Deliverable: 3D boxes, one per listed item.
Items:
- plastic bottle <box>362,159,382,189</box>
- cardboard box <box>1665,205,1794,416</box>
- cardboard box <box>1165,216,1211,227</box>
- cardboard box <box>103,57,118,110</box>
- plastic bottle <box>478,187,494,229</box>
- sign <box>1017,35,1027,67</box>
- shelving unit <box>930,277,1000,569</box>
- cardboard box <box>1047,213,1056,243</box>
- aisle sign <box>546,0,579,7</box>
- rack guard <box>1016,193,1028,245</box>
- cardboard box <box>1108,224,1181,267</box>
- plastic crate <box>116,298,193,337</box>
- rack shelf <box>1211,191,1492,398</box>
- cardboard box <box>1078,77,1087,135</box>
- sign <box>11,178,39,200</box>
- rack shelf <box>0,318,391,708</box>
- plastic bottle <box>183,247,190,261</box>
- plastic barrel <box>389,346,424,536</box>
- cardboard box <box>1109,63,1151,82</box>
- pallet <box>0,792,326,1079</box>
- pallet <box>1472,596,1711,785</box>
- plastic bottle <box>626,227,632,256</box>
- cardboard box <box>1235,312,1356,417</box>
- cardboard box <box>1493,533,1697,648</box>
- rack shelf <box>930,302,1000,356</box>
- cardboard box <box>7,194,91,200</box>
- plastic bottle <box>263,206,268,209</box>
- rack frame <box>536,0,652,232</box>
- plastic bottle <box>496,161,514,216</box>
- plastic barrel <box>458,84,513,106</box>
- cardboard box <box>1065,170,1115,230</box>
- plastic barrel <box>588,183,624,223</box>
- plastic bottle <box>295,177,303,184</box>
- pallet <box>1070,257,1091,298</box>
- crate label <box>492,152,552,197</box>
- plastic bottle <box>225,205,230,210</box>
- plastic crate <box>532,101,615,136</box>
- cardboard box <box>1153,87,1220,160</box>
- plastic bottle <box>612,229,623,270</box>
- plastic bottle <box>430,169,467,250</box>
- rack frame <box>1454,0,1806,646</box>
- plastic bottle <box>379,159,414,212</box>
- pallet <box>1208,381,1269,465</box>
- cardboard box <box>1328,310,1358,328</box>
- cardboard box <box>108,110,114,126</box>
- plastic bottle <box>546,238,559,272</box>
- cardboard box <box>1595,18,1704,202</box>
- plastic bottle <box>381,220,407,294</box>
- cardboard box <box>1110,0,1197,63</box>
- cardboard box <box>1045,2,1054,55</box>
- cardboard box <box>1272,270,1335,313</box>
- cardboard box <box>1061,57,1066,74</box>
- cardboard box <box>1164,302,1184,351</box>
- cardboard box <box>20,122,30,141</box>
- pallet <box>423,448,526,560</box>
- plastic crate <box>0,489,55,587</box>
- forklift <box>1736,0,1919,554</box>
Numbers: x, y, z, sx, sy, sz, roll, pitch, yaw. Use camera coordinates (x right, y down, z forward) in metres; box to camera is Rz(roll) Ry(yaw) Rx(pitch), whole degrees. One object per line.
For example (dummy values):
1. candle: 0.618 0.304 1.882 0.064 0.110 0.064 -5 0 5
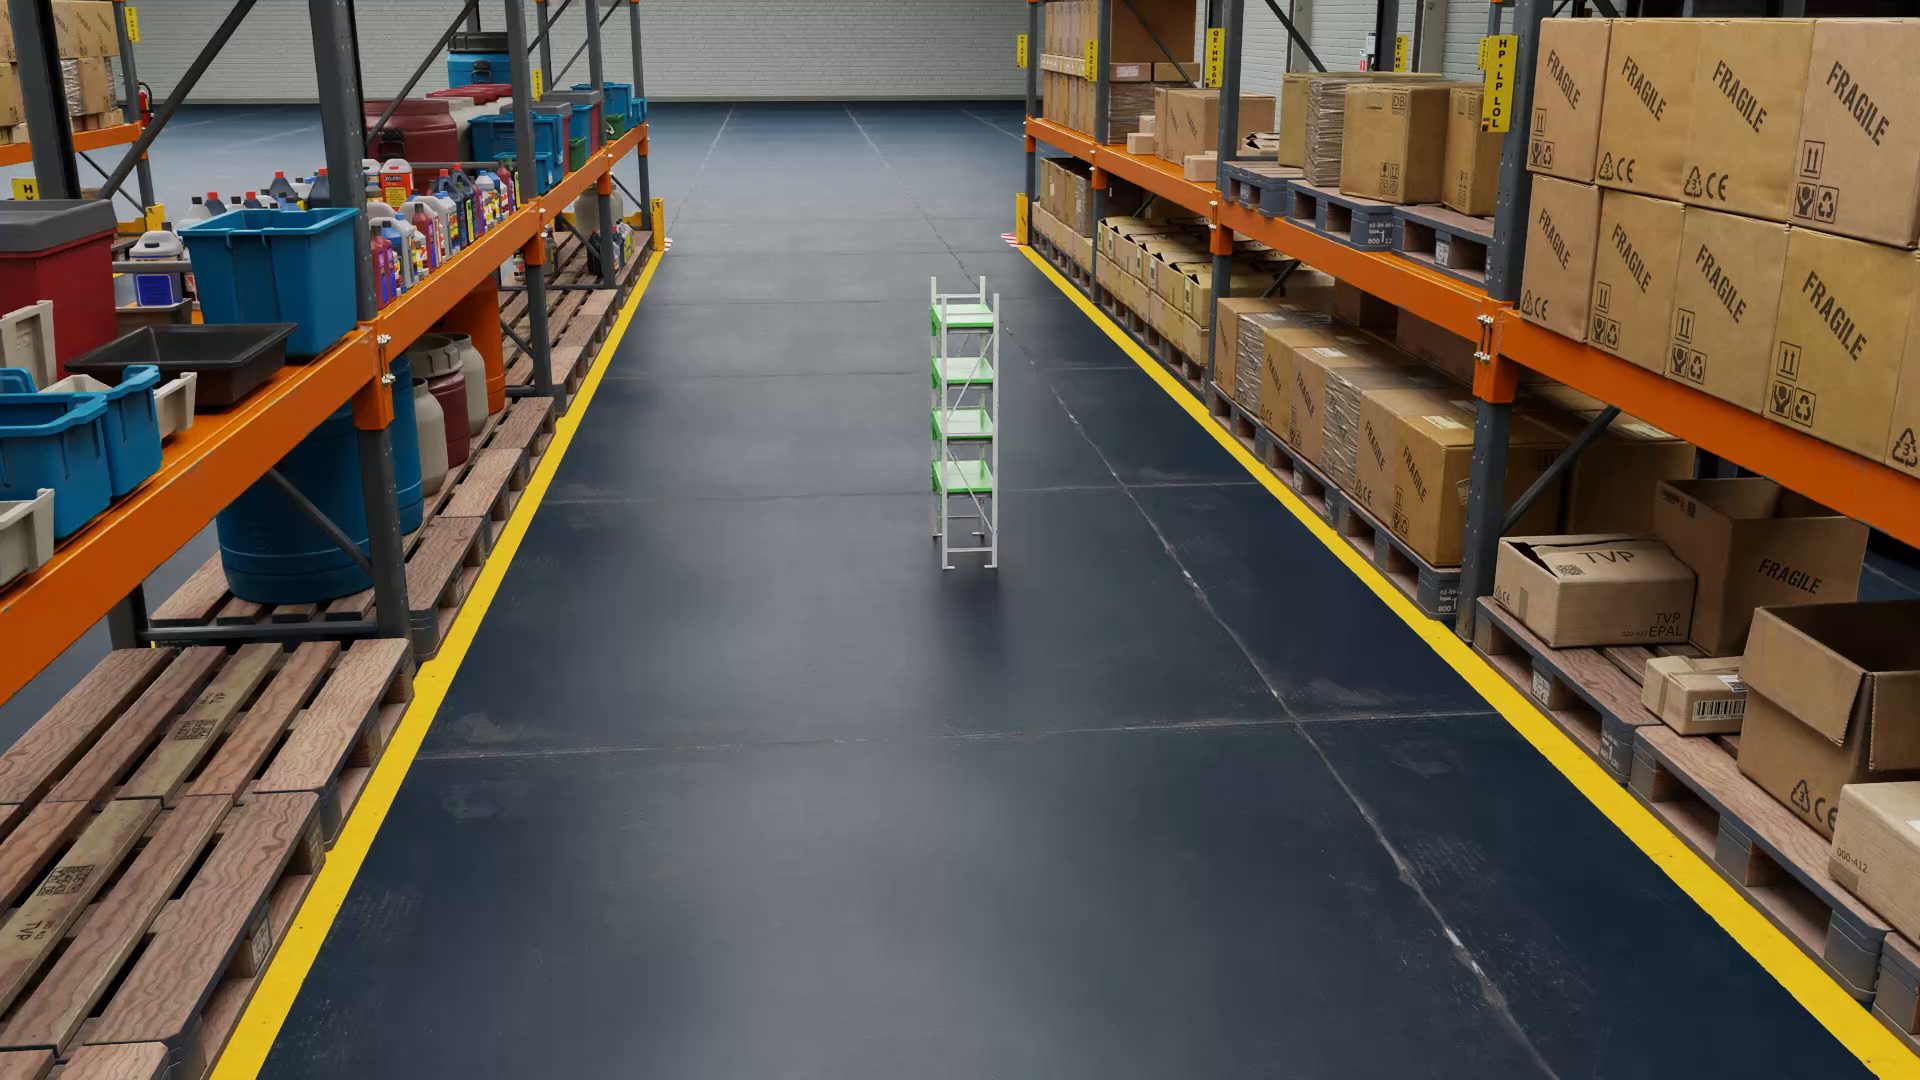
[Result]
1. plastic bottle: -3.180 -1.901 8.932 0.152 0.276 0.135 -2 18 -6
2. cardboard box: 2.324 -0.645 4.557 0.500 0.500 0.500 -2 18 -6
3. cardboard box: 1.939 -2.487 13.544 0.500 0.311 0.500 -2 18 -6
4. cardboard box: -8.625 -4.354 15.876 0.875 0.500 0.500 -2 18 -6
5. plastic bottle: -2.369 -1.648 8.251 0.097 0.201 0.097 0 17 0
6. sign: 0.647 -5.070 17.241 0.100 0.325 0.005 -2 18 -6
7. shelving unit: 0.017 -0.523 7.340 0.258 1.200 0.503 -2 18 -6
8. cardboard box: 1.140 -3.059 16.301 0.500 0.250 0.500 -2 18 -6
9. aisle sign: -4.027 -5.735 16.598 0.394 0.787 0.004 -2 18 -6
10. rack guard: 1.197 -3.449 17.829 1.175 0.500 0.348 -2 18 -6
11. cardboard box: 1.453 -2.319 13.008 0.500 0.311 0.500 -2 18 -6
12. plastic crate: -2.585 -0.667 5.134 0.396 0.136 0.243 -2 18 -6
13. rack shelf: 2.231 -1.312 8.049 1.077 0.370 4.000 -2 18 -6
14. cardboard box: 1.451 -3.929 15.017 0.700 0.500 0.500 -2 17 -5
15. sign: -3.038 -1.023 5.466 0.100 0.325 0.005 -2 18 -6
16. rack shelf: -2.284 0.032 3.769 1.077 0.370 4.000 -2 18 -6
17. plastic bottle: -2.845 -0.995 6.171 0.097 0.201 0.097 0 17 0
18. plastic barrel: -2.603 -0.480 7.001 0.600 0.901 0.708 -2 18 -6
19. cardboard box: 1.371 -3.874 13.760 0.380 0.149 0.250 -2 18 -6
20. pallet: -2.247 1.005 4.123 1.003 0.211 1.213 -2 18 -6
21. pallet: 2.507 0.476 5.809 1.003 0.211 1.213 -2 18 -6
22. plastic bottle: -3.090 -2.742 15.216 0.152 0.276 0.135 -2 18 -7
23. cardboard box: 1.847 -0.968 9.192 0.500 0.500 0.500 -2 18 -8
24. cardboard box: 2.265 0.145 5.961 0.500 0.311 0.500 -2 18 -6
25. rack shelf: 0.017 -0.920 7.216 0.258 0.148 0.480 -2 18 -6
26. cardboard box: -8.511 -2.974 15.613 0.500 0.500 0.500 3 18 9
27. plastic bottle: -2.820 -1.222 6.776 0.097 0.271 0.097 0 17 0
28. rack frame: -3.728 -4.483 16.947 1.000 3.000 0.127 -2 18 -6
29. plastic bottle: -2.413 -1.867 8.812 0.061 0.283 0.133 -2 18 -6
30. plastic barrel: -3.435 -3.064 12.202 0.433 0.535 0.433 0 17 0
31. cardboard box: 1.251 -3.119 15.240 0.500 0.500 0.500 -2 18 -6
32. plastic barrel: -3.584 -3.302 16.640 0.421 0.512 0.421 0 17 0
33. plastic bottle: -3.106 -1.559 7.829 0.061 0.283 0.133 -2 18 -6
34. pallet: 1.571 -2.351 14.812 1.003 0.211 1.213 -2 18 -6
35. crate label: -2.574 -2.156 9.817 0.303 0.233 0.416 -2 18 -6
36. plastic bottle: -2.942 -1.215 6.746 0.152 0.276 0.135 -2 18 -6
37. plastic crate: -3.243 -3.421 13.670 0.767 0.338 0.504 -2 18 -6
38. cardboard box: 1.729 -3.104 12.390 0.500 0.500 0.500 -1 17 -2
39. plastic bottle: -2.986 -2.490 14.289 0.144 0.351 0.185 -1 17 -4
40. plastic bottle: -2.311 -1.484 7.479 0.144 0.351 0.185 -2 18 -6
41. rack frame: 2.437 -1.059 6.043 1.000 3.000 0.127 -2 18 -6
42. plastic bottle: -3.029 -1.906 8.947 0.152 0.276 0.135 -2 18 -6
43. pallet: 2.064 -0.697 9.545 1.003 0.211 1.213 -2 18 -6
44. cardboard box: 2.354 -0.997 9.283 0.500 0.500 0.500 -1 17 -3
45. cardboard box: -8.395 -4.057 16.010 0.380 0.149 0.250 -2 18 -6
46. plastic bottle: -3.544 -2.453 14.297 0.152 0.276 0.135 -2 18 -6
47. cardboard box: 2.259 -1.281 4.914 0.500 0.500 0.500 -2 18 -7
48. plastic bottle: -2.158 -1.071 6.295 0.097 0.271 0.097 0 17 0
49. cardboard box: 1.560 -4.241 13.847 0.700 0.500 0.500 -2 18 -5
50. cardboard box: 1.240 -5.146 16.728 0.700 0.500 0.500 -2 18 -5
51. cardboard box: 2.262 -1.572 10.630 0.500 0.311 0.500 -1 17 -4
52. cardboard box: 1.160 -4.484 15.704 0.380 0.149 0.250 -2 18 -6
53. cardboard box: 1.671 -1.442 11.152 0.500 0.250 0.500 -2 18 -6
54. cardboard box: -8.118 -3.463 14.119 0.380 0.149 0.250 -2 18 -6
55. pallet: -2.658 -0.172 7.874 1.003 0.211 1.213 -2 18 -6
56. plastic crate: -1.797 -0.002 3.017 0.250 0.136 0.298 -2 18 -6
57. forklift: 4.559 -1.629 7.973 1.130 2.935 3.031 -2 18 -6
